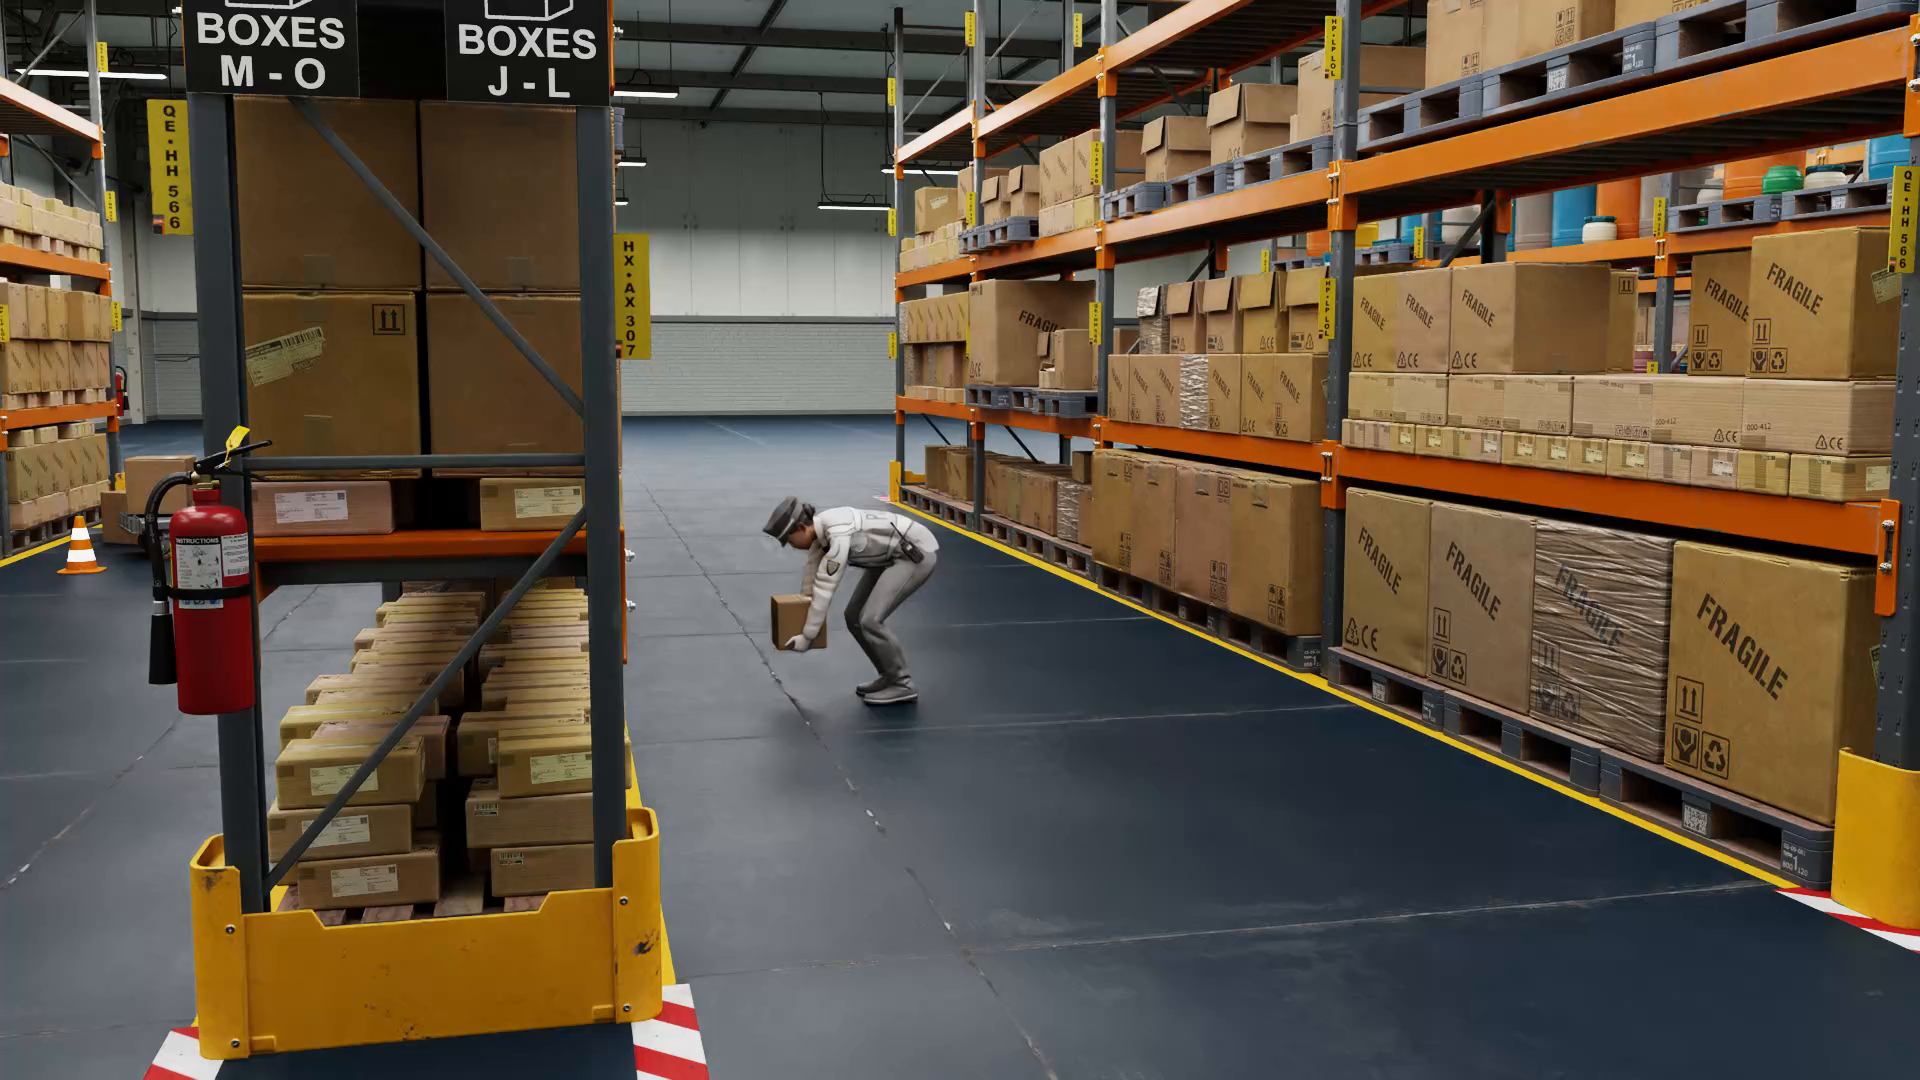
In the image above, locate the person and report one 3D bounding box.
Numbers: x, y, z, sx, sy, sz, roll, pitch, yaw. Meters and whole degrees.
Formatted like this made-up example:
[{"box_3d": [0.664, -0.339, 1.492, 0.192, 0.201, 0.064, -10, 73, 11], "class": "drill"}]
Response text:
[{"box_3d": [-0.566, 0.300, 8.617, 0.920, 1.085, 0.451, -2, 7, -17], "class": "person"}]
